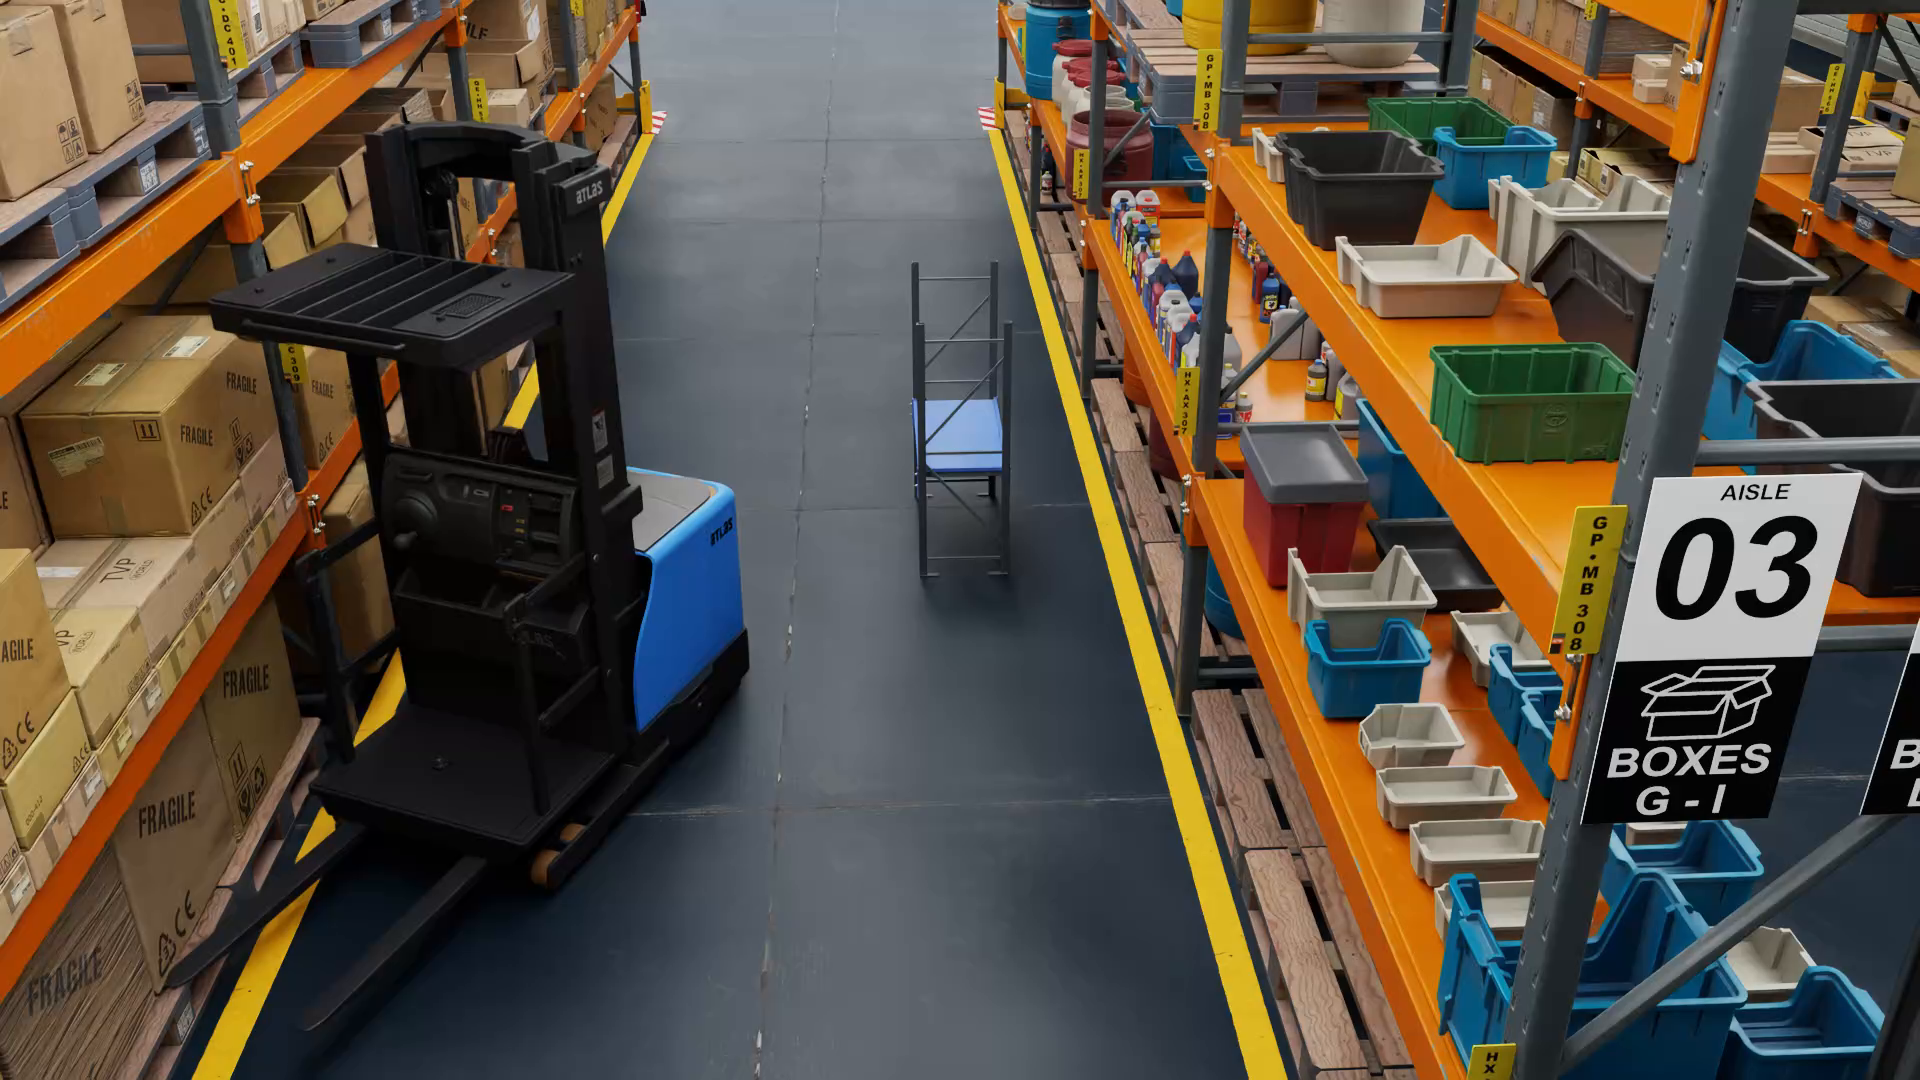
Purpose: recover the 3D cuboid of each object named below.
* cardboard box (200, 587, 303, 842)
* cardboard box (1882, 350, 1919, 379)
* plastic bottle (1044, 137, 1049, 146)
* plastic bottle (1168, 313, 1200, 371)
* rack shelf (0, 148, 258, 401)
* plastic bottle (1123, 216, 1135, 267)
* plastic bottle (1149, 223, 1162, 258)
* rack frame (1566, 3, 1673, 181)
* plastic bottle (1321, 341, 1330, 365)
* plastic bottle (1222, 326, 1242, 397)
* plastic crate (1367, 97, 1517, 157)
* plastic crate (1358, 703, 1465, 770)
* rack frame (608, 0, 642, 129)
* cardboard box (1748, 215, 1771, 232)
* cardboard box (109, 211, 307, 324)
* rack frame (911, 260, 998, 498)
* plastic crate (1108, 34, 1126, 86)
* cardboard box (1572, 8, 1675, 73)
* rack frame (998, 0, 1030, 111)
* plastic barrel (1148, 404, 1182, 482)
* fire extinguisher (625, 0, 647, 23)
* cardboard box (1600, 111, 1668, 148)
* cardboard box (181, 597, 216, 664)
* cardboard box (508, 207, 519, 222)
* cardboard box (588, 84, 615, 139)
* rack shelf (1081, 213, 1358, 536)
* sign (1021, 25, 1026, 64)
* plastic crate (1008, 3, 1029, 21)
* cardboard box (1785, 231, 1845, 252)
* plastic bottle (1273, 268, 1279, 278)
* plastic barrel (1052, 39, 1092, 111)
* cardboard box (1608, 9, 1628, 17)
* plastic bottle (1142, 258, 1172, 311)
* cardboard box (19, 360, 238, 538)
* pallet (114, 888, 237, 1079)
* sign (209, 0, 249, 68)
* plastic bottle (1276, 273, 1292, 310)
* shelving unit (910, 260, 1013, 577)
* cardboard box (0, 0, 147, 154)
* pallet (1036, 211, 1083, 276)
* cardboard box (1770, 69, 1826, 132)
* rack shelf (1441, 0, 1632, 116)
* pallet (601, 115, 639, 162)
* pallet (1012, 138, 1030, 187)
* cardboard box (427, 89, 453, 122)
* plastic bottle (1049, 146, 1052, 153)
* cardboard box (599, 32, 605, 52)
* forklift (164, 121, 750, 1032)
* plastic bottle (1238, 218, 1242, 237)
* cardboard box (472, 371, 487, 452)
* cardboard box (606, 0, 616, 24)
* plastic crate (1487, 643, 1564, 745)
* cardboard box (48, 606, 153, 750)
[{"bbox_3d":[-3.436,0.678,7.049,0.875,0.875,0.875,-1,28,-3],"label":"cardboard box"},{"bbox_3d":[6.086,-0.865,10.392,0.500,0.500,0.500,-2,28,-3],"label":"cardboard box"},{"bbox_3d":[0.785,-3.789,16.241,0.152,0.276,0.135,-1,28,-2],"label":"plastic bottle"},{"bbox_3d":[1.166,-1.025,8.605,0.152,0.276,0.135,-1,28,-3],"label":"plastic bottle"},{"bbox_3d":[-3.287,-0.472,4.945,1.077,0.370,4.000,-1,28,-3],"label":"rack shelf"},{"bbox_3d":[1.032,-1.815,10.112,0.061,0.283,0.133,-1,28,-3],"label":"plastic bottle"},{"bbox_3d":[1.194,-1.853,10.274,0.097,0.201,0.097,0,28,0],"label":"plastic bottle"},{"bbox_3d":[6.084,-4.316,14.782,1.000,3.000,0.127,-1,28,-3],"label":"rack frame"},{"bbox_3d":[1.903,-0.952,8.546,0.097,0.201,0.097,0,28,0],"label":"plastic bottle"},{"bbox_3d":[1.324,-0.902,8.289,0.144,0.351,0.185,-1,28,-3],"label":"plastic bottle"},{"bbox_3d":[1.879,-1.551,6.466,0.450,0.188,0.662,-1,28,-3],"label":"plastic crate"},{"bbox_3d":[1.467,0.663,5.455,0.298,0.136,0.250,-1,28,-3],"label":"plastic crate"},{"bbox_3d":[-4.018,-5.926,17.868,1.000,3.000,0.127,-1,28,-3],"label":"rack frame"},{"bbox_3d":[5.963,-2.394,13.008,0.500,0.311,0.500,-2,28,-3],"label":"cardboard box"},{"bbox_3d":[-3.433,-1.168,7.553,0.797,0.503,0.637,-2,28,-4],"label":"cardboard box"},{"bbox_3d":[-0.031,-0.939,9.929,0.500,1.500,0.032,-1,28,-3],"label":"rack frame"},{"bbox_3d":[1.468,-4.010,14.126,0.402,0.464,0.583,-1,28,-3],"label":"plastic crate"},{"bbox_3d":[6.055,-4.565,15.151,0.700,0.500,0.500,-2,28,-4],"label":"cardboard box"},{"bbox_3d":[0.929,-6.046,18.098,1.000,3.000,0.127,-1,28,-3],"label":"rack frame"},{"bbox_3d":[1.448,-0.721,10.042,0.600,0.588,0.708,-1,28,-3],"label":"plastic barrel"},{"bbox_3d":[-3.563,-5.956,18.009,0.296,0.674,0.183,-1,28,-3],"label":"fire extinguisher"},{"bbox_3d":[6.373,-3.837,15.572,0.500,0.500,0.500,-1,28,-3],"label":"cardboard box"},{"bbox_3d":[-2.994,0.335,6.135,0.380,0.149,0.250,-1,28,-2],"label":"cardboard box"},{"bbox_3d":[-3.762,-2.402,13.340,0.700,0.500,0.500,-4,28,-7],"label":"cardboard box"},{"bbox_3d":[-3.936,-4.440,17.268,0.500,0.500,0.500,6,28,11],"label":"cardboard box"},{"bbox_3d":[1.451,-1.108,9.409,1.077,0.370,4.000,-1,28,-3],"label":"rack shelf"},{"bbox_3d":[0.587,-4.313,14.476,0.100,0.325,0.005,-1,28,-3],"label":"sign"},{"bbox_3d":[0.654,-5.508,17.351,0.298,0.136,0.250,-1,28,-3],"label":"plastic crate"},{"bbox_3d":[6.523,-2.176,12.591,0.500,0.311,0.500,-2,28,-4],"label":"cardboard box"},{"bbox_3d":[1.809,-1.447,9.406,0.061,0.283,0.133,-1,28,-3],"label":"plastic bottle"},{"bbox_3d":[0.968,-3.811,13.667,0.433,0.535,0.433,0,28,0],"label":"plastic barrel"},{"bbox_3d":[5.856,-4.768,14.840,0.380,0.149,0.250,-1,28,-3],"label":"cardboard box"},{"bbox_3d":[1.119,-1.448,9.417,0.152,0.276,0.135,-1,28,-3],"label":"plastic bottle"},{"bbox_3d":[-3.078,-0.345,6.197,0.500,0.500,0.500,-1,28,-2],"label":"cardboard box"},{"bbox_3d":[-3.363,1.770,6.128,1.003,0.211,1.213,-1,28,-3],"label":"pallet"},{"bbox_3d":[-2.837,-1.993,6.438,0.100,0.325,0.005,-1,28,-3],"label":"sign"},{"bbox_3d":[1.836,-1.403,9.250,0.144,0.351,0.185,-1,28,-3],"label":"plastic bottle"},{"bbox_3d":[-0.004,-0.704,9.479,0.538,1.500,1.048,-1,28,-3],"label":"shelving unit"},{"bbox_3d":[-3.290,-1.629,5.716,0.700,0.500,0.500,-3,28,-6],"label":"cardboard box"},{"bbox_3d":[1.217,-2.600,14.507,1.003,0.211,1.213,-1,28,-3],"label":"pallet"},{"bbox_3d":[6.189,-3.288,12.702,0.500,0.500,0.500,-3,28,-5],"label":"cardboard box"},{"bbox_3d":[5.980,-4.921,16.719,1.077,0.370,4.000,-1,28,-3],"label":"rack shelf"},{"bbox_3d":[-4.007,-4.278,17.725,1.003,0.211,1.213,-1,28,-3],"label":"pallet"},{"bbox_3d":[1.077,-3.838,16.880,1.003,0.211,1.213,-1,28,-3],"label":"pallet"},{"bbox_3d":[-3.668,-2.710,11.141,0.500,0.500,0.500,-5,28,-9],"label":"cardboard box"},{"bbox_3d":[0.890,-3.732,16.122,0.061,0.283,0.133,-1,28,-3],"label":"plastic bottle"},{"bbox_3d":[-3.611,-4.766,15.916,0.380,0.149,0.250,-1,28,-3],"label":"cardboard box"},{"bbox_3d":[-2.073,-0.060,6.696,1.130,2.935,3.031,10,29,19],"label":"forklift"},{"bbox_3d":[1.806,-2.016,10.498,0.061,0.283,0.133,-1,28,-3],"label":"plastic bottle"},{"bbox_3d":[-3.546,-0.745,9.777,1.225,0.875,0.875,-1,28,-2],"label":"cardboard box"},{"bbox_3d":[-3.887,-5.388,16.406,0.875,0.500,0.500,-1,28,-3],"label":"cardboard box"},{"bbox_3d":[1.995,0.522,5.621,0.416,0.233,0.300,-1,28,-3],"label":"plastic crate"},{"bbox_3d":[-3.026,0.457,5.471,0.500,0.250,0.500,-2,28,-4],"label":"cardboard box"}]
